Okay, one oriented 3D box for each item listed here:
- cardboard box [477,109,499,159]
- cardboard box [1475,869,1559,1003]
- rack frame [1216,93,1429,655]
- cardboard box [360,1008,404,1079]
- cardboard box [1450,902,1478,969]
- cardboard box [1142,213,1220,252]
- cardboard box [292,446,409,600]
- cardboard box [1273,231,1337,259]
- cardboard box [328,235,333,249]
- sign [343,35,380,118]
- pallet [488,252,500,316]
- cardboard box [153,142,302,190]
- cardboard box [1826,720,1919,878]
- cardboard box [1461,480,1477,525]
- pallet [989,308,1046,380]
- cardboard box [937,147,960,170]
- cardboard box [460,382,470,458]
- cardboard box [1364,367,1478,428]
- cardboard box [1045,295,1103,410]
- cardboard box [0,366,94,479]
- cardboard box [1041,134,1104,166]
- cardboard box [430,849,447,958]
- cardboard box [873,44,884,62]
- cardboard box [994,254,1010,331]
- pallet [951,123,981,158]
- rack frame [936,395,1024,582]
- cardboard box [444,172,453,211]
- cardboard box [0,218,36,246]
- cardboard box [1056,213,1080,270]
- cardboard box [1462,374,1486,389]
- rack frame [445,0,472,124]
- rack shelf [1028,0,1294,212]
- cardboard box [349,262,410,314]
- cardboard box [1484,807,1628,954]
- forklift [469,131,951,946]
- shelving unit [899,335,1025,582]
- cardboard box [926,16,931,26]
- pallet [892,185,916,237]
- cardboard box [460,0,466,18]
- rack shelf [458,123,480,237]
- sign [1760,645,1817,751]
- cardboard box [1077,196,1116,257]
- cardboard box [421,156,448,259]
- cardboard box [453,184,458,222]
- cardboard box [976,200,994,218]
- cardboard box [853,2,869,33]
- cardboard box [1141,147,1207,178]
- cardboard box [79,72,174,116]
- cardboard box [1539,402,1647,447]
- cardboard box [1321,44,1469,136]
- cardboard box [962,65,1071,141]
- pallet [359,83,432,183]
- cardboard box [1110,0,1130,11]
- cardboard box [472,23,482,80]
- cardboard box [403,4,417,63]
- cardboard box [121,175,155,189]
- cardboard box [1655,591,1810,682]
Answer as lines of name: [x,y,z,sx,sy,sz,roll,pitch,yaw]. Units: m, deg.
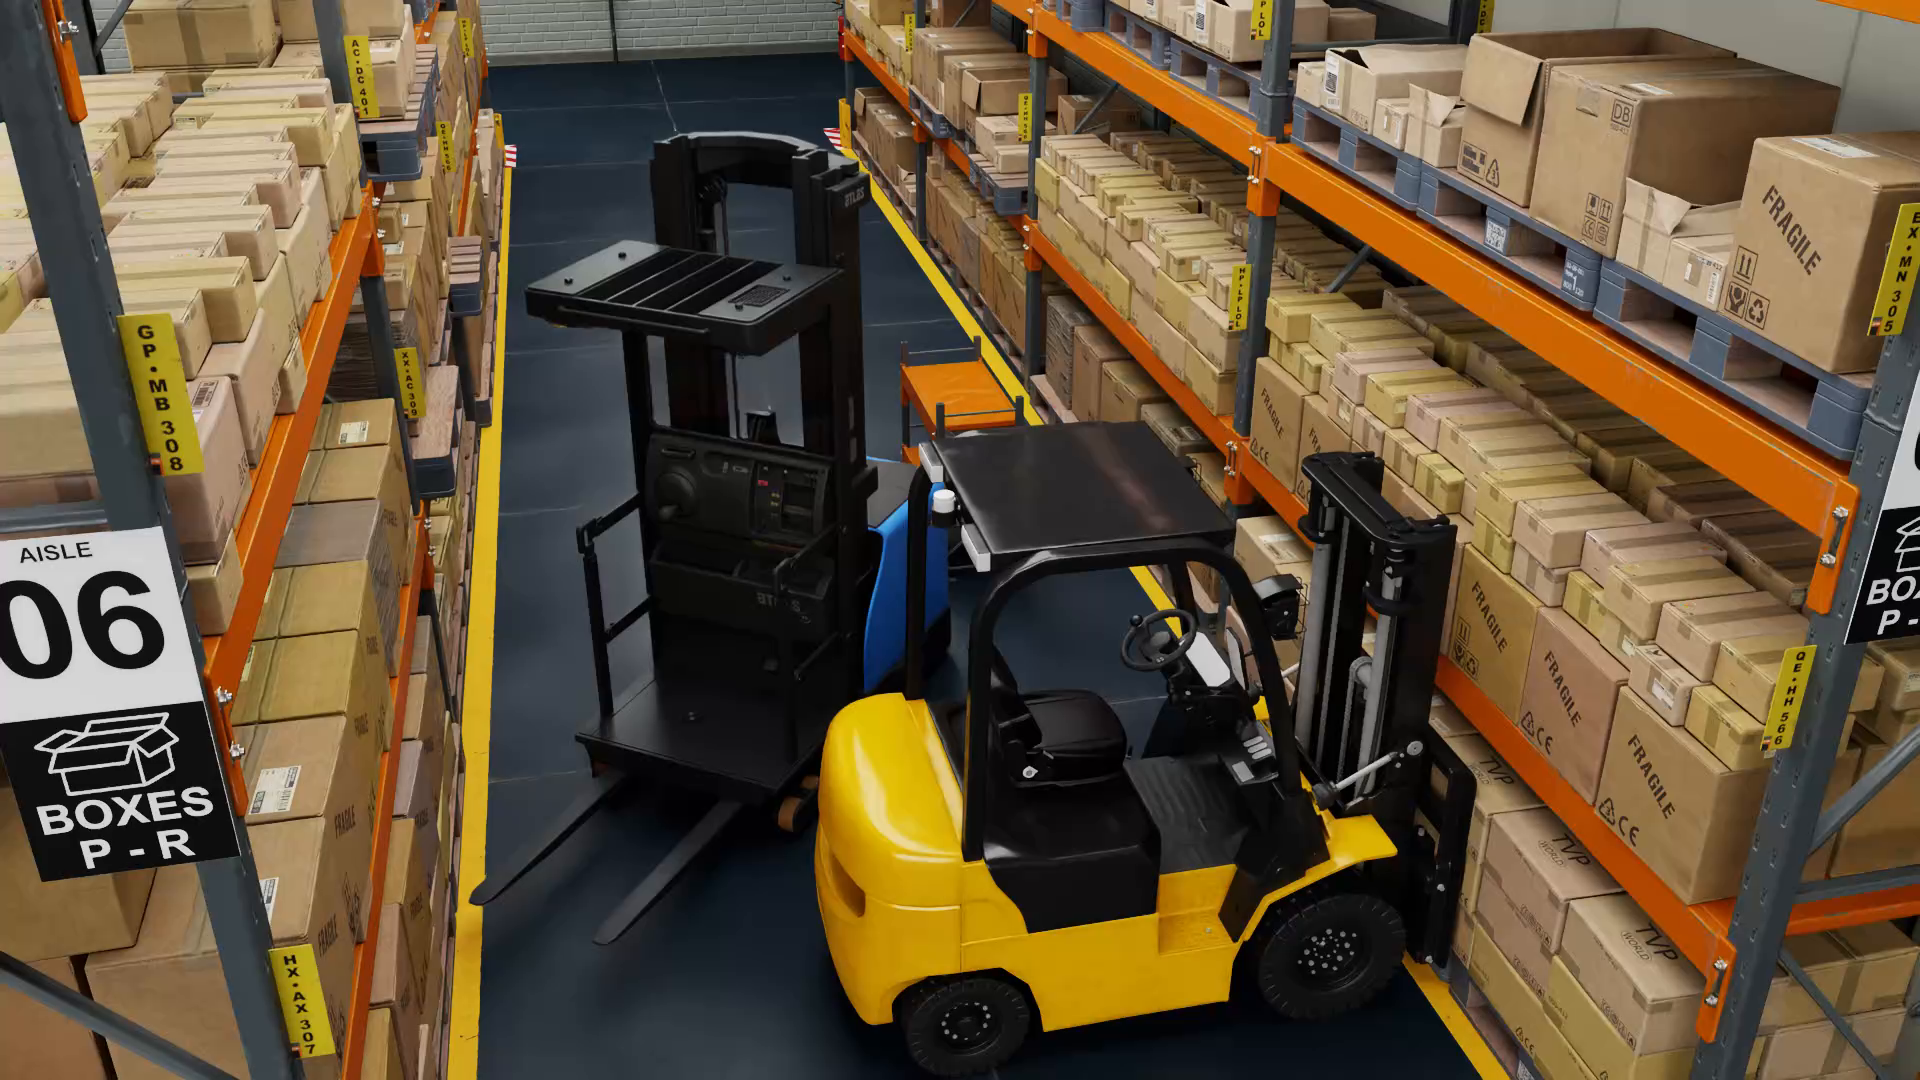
cardboard box: [-5.410,-4.277,17.773,0.875,0.438,0.875,-7,28,-13]
cardboard box: [2.268,1.419,6.141,0.500,0.250,0.500,-6,27,-12]
rack frame: [1.883,-0.751,8.409,1.000,3.000,0.127,-6,27,-12]
cardboard box: [-1.969,1.823,5.062,0.500,0.500,0.500,-7,28,-13]
cardboard box: [2.164,1.431,6.671,0.500,0.250,0.500,-6,27,-11]
cardboard box: [1.273,-1.771,9.598,0.380,0.149,0.250,-6,27,-11]
cardboard box: [-2.487,-0.028,6.535,0.500,0.500,0.500,-5,27,-10]
cardboard box: [1.870,-1.604,9.268,0.380,0.149,0.250,-6,27,-12]
cardboard box: [-2.531,-1.135,6.120,0.380,0.149,0.250,-6,27,-11]
sign: [-2.425,-1.874,6.730,0.100,0.325,0.005,-6,27,-12]
pallet: [-4.508,-2.181,14.337,1.003,0.211,1.213,-6,27,-12]
cardboard box: [-2.310,-1.148,5.261,0.380,0.149,0.250,-6,27,-11]
cardboard box: [2.943,0.715,5.394,0.500,0.500,0.500,-5,27,-10]
cardboard box: [2.152,-0.132,6.352,0.380,0.149,0.250,-6,27,-12]
pallet: [0.850,-1.594,13.173,1.003,0.211,1.213,-6,27,-12]
cardboard box: [0.007,-3.463,15.040,0.380,0.149,0.250,-7,28,-14]
cardboard box: [-3.736,-0.767,10.890,0.950,0.372,0.625,-8,28,-15]
cardboard box: [1.922,-0.597,6.942,0.380,0.149,0.250,-6,27,-12]
cardboard box: [1.109,-1.359,11.783,0.875,0.625,0.625,-5,27,-10]
cardboard box: [-1.932,-0.249,3.479,0.380,0.149,0.250,-6,27,-12]
cardboard box: [0.767,-2.671,11.383,0.380,0.149,0.250,-5,27,-10]
cardboard box: [-2.317,1.483,6.567,0.500,0.250,0.500,-6,27,-11]
cardboard box: [-0.693,-5.051,17.206,0.380,0.149,0.250,-5,27,-10]
cardboard box: [0.574,-1.963,13.118,0.500,0.500,0.500,-6,27,-12]
pallet: [0.539,-3.275,13.622,1.003,0.211,1.213,-6,27,-12]
rack frame: [0.113,-0.282,9.560,0.500,1.125,0.032,-6,27,-12]
cardboard box: [-3.727,-2.405,11.298,0.500,0.250,0.500,-6,27,-12]
cardboard box: [-2.599,-0.760,4.492,0.380,0.149,0.250,-7,28,-13]
cardboard box: [0.952,-1.999,11.048,0.500,0.250,0.500,-7,28,-13]
cardboard box: [2.443,-0.637,7.352,0.380,0.149,0.250,-6,27,-11]
rack frame: [-4.755,-3.757,14.365,1.000,3.000,0.127,-6,27,-12]
rack shelf: [1.432,-2.647,9.635,1.077,0.370,4.000,-6,27,-12]
cardboard box: [-2.714,-1.142,7.557,0.380,0.149,0.250,-6,27,-12]
cardboard box: [2.256,1.205,6.010,0.500,0.250,0.500,-5,27,-11]
forklift: [-1.103,-0.191,7.375,1.130,2.935,3.031,11,29,21]
shelving unit: [-0.002,-0.505,10.002,0.538,1.125,1.048,-6,27,-12]
cardboard box: [-0.119,-5.236,17.131,0.500,0.250,0.500,-6,27,-12]
pallet: [-0.074,-3.320,16.593,1.003,0.211,1.213,-6,27,-12]
cardboard box: [-4.734,-4.704,15.021,0.500,0.500,0.500,-6,27,-12]
rack shelf: [-4.304,-2.558,12.788,1.077,0.370,4.000,-6,27,-12]
sign: [2.253,0.431,4.518,0.100,0.325,0.005,-6,27,-12]
cardboard box: [1.056,-1.992,10.479,0.500,0.250,0.500,-7,28,-13]
cardboard box: [-3.353,-1.969,9.915,0.500,0.500,0.500,-6,27,-12]
cardboard box: [-3.852,-2.398,11.839,0.500,0.250,0.500,-7,28,-13]
cardboard box: [0.346,-2.757,13.972,0.380,0.149,0.250,-6,27,-11]
cardboard box: [-0.868,-5.637,17.925,0.500,0.250,0.500,-6,27,-11]
cardboard box: [1.419,-2.495,11.034,0.380,0.149,0.250,-6,27,-12]
cardboard box: [-3.199,-1.657,6.268,0.380,0.149,0.250,-6,27,-13]
cardboard box: [2.533,-0.429,6.609,0.380,0.149,0.250,-5,27,-10]
cardboard box: [1.833,-1.892,6.863,0.500,0.311,0.500,-5,27,-11]
cardboard box: [0.434,-3.438,13.152,0.797,0.503,0.637,-7,28,-13]
pallet: [-2.987,-1.782,7.332,1.213,0.211,1.003,-6,27,-12]
cardboard box: [1.137,-3.333,9.508,0.500,0.500,0.500,-5,27,-10]
cardboard box: [-4.937,-4.701,16.124,0.500,0.500,0.500,-5,27,-10]
cardboard box: [-2.943,-2.443,8.133,0.500,0.250,0.500,-6,27,-12]
cardboard box: [-2.894,-0.983,5.375,0.500,0.250,0.500,-6,27,-11]
cardboard box: [2.413,0.297,5.171,0.380,0.149,0.250,-6,27,-12]
